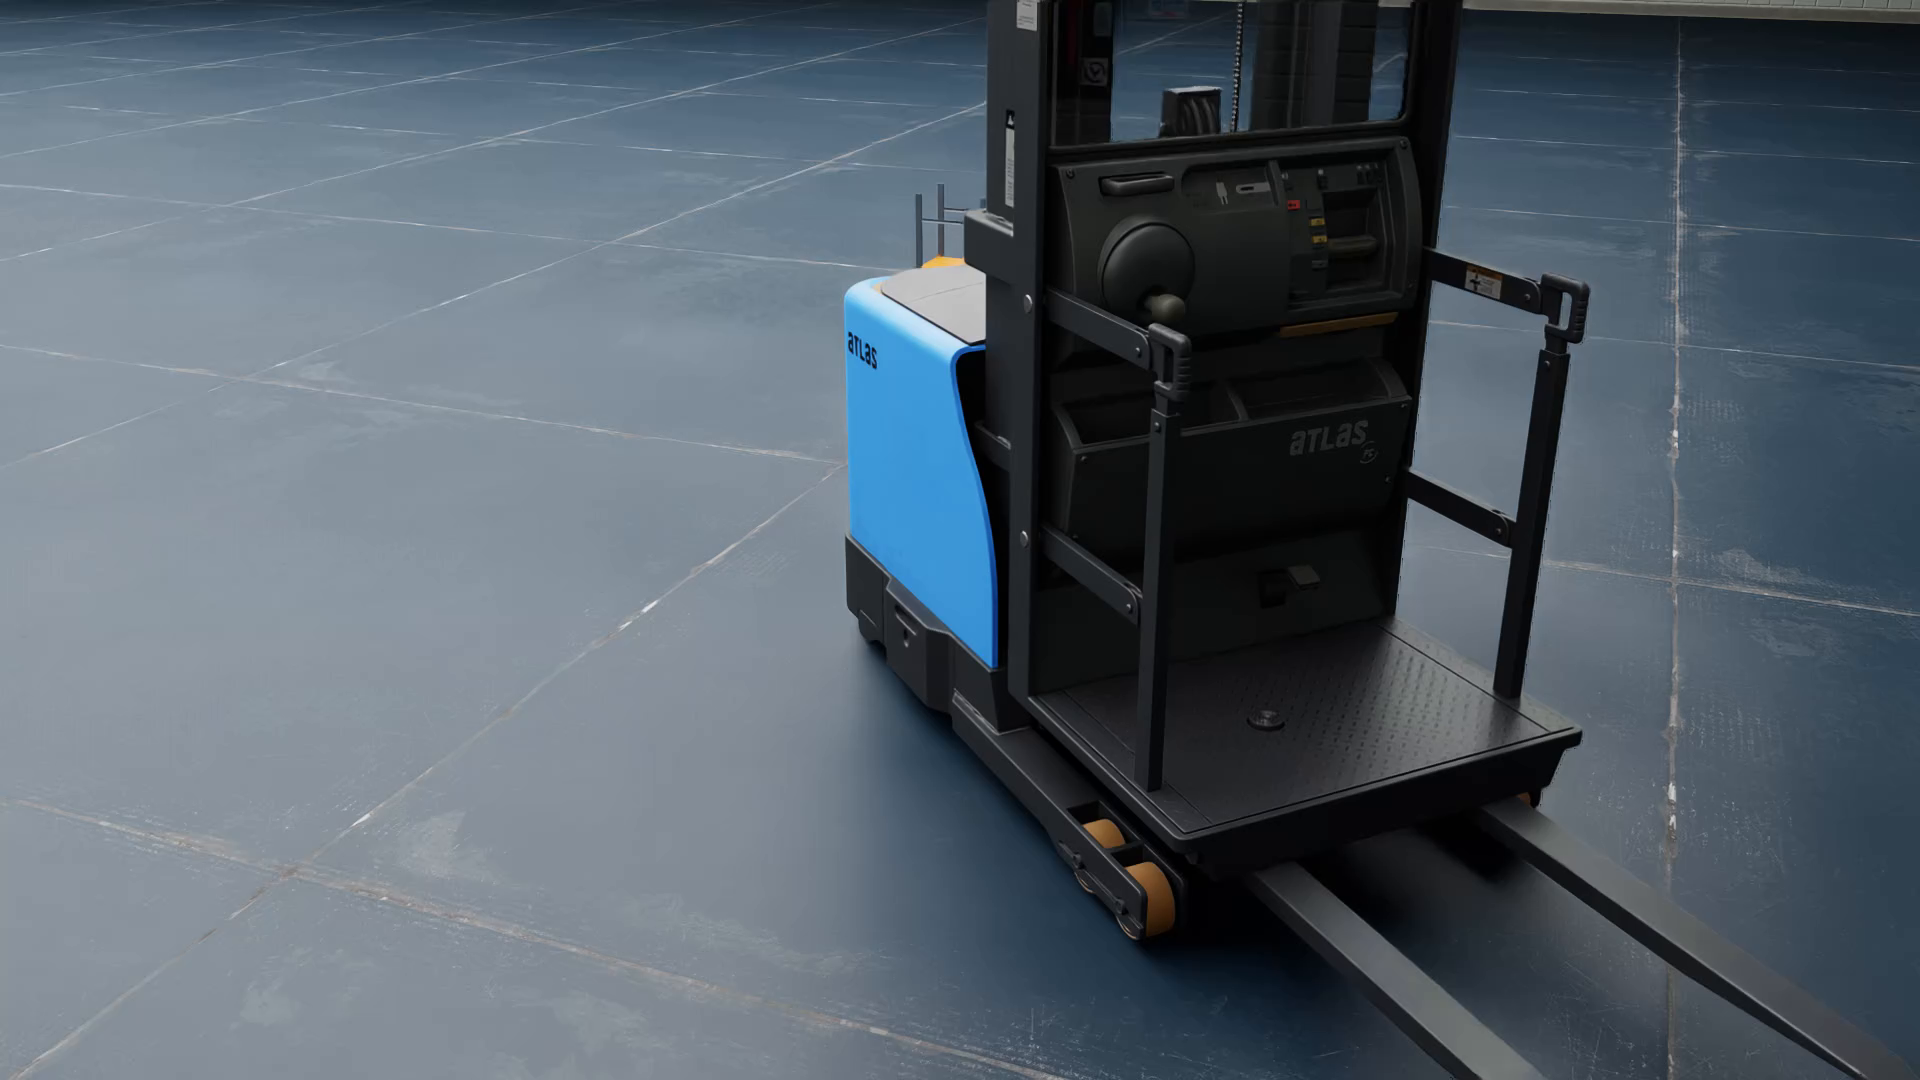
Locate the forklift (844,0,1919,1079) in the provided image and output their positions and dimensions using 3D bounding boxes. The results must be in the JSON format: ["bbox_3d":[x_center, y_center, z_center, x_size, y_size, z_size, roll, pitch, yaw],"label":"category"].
[{"bbox_3d":[0.735,-0.668,3.546,1.130,2.935,3.031,-10,25,-23],"label":"forklift"}]

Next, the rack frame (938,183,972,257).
[{"bbox_3d":[0.039,-0.592,5.610,0.240,1.200,0.006,9,24,20],"label":"rack frame"}]

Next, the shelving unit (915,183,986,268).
[{"bbox_3d":[0.005,-0.559,5.531,0.258,1.200,0.189,9,24,20],"label":"shelving unit"}]

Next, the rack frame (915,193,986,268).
[{"bbox_3d":[-0.029,-0.526,5.453,0.240,1.200,0.006,9,24,20],"label":"rack frame"}]

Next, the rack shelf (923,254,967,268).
[{"bbox_3d":[0.005,-0.850,5.410,0.258,0.103,0.180,9,24,20],"label":"rack shelf"}]
